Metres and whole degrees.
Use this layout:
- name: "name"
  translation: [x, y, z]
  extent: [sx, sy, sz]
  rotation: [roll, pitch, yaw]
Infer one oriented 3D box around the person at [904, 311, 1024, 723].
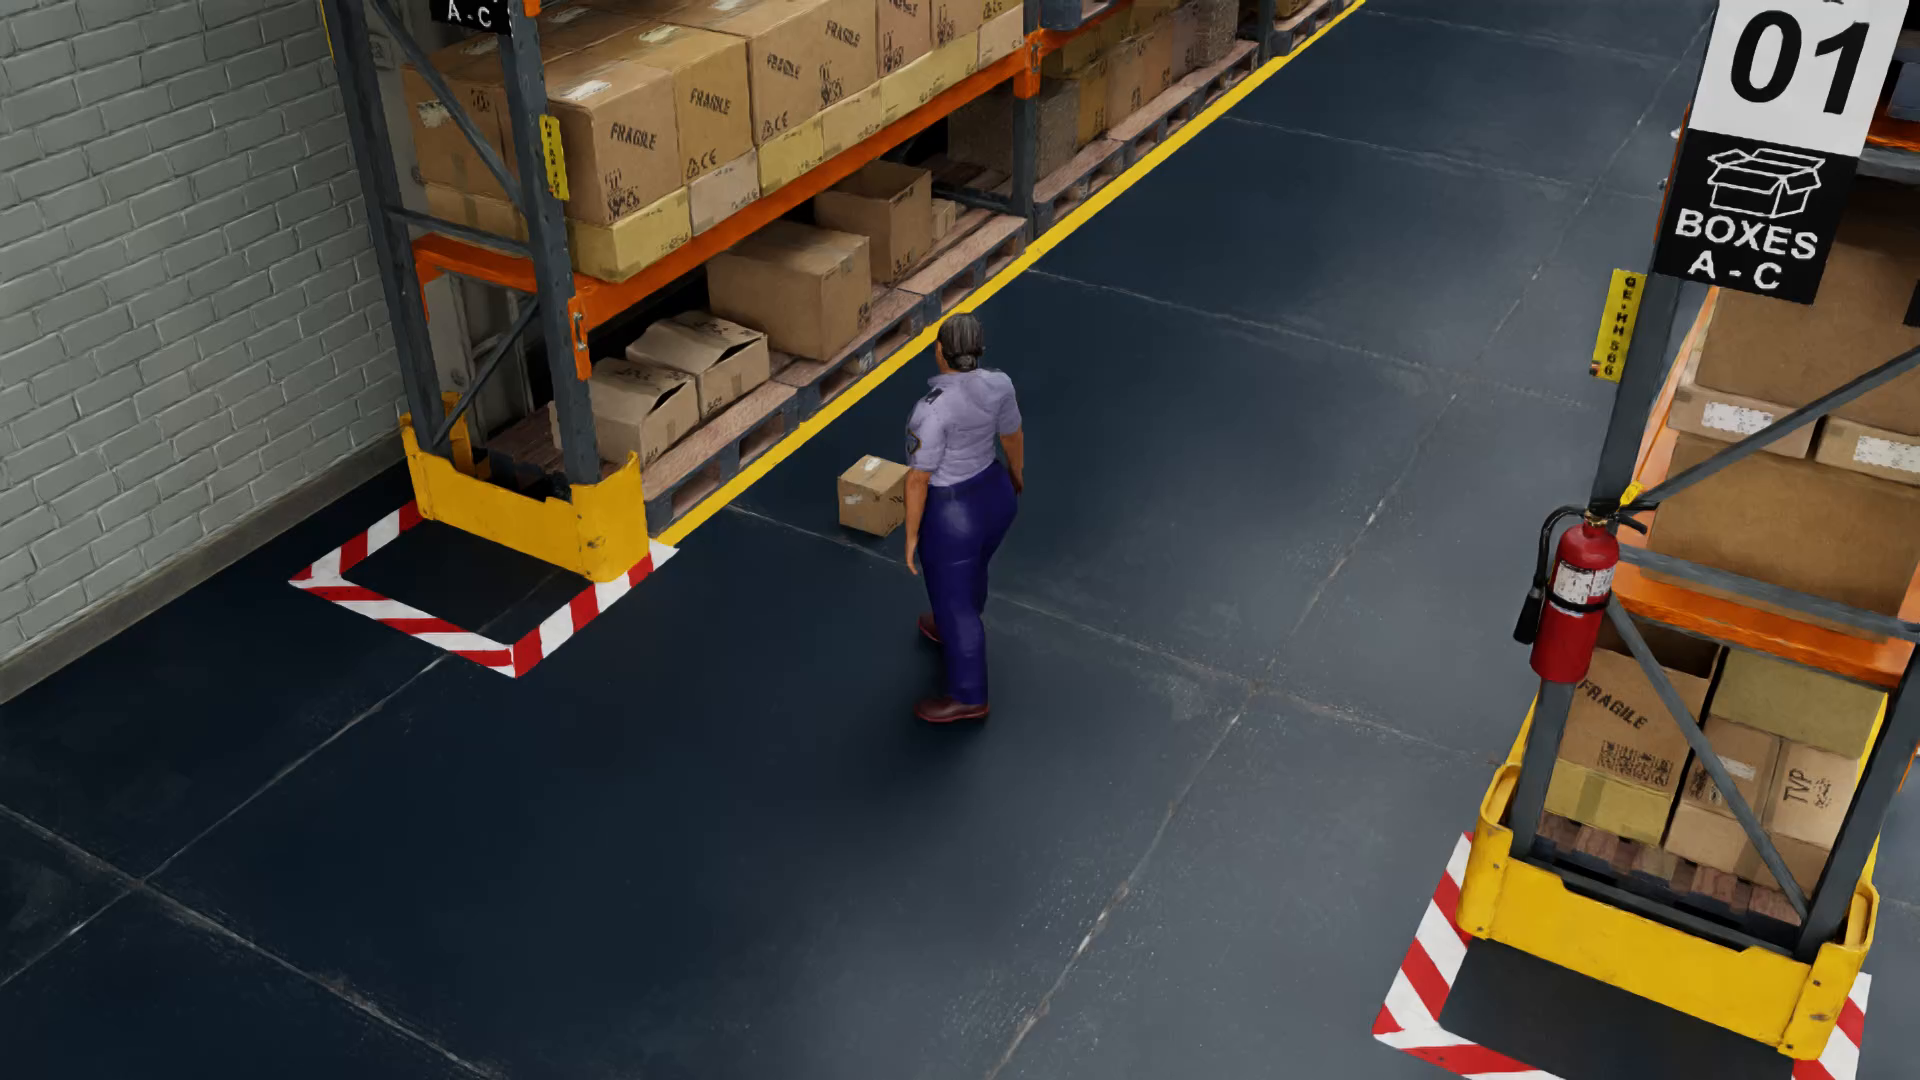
- name: "person"
  translation: [-0.021, -0.148, 6.344]
  extent: [0.606, 1.640, 0.664]
  rotation: [27, 43, 33]
